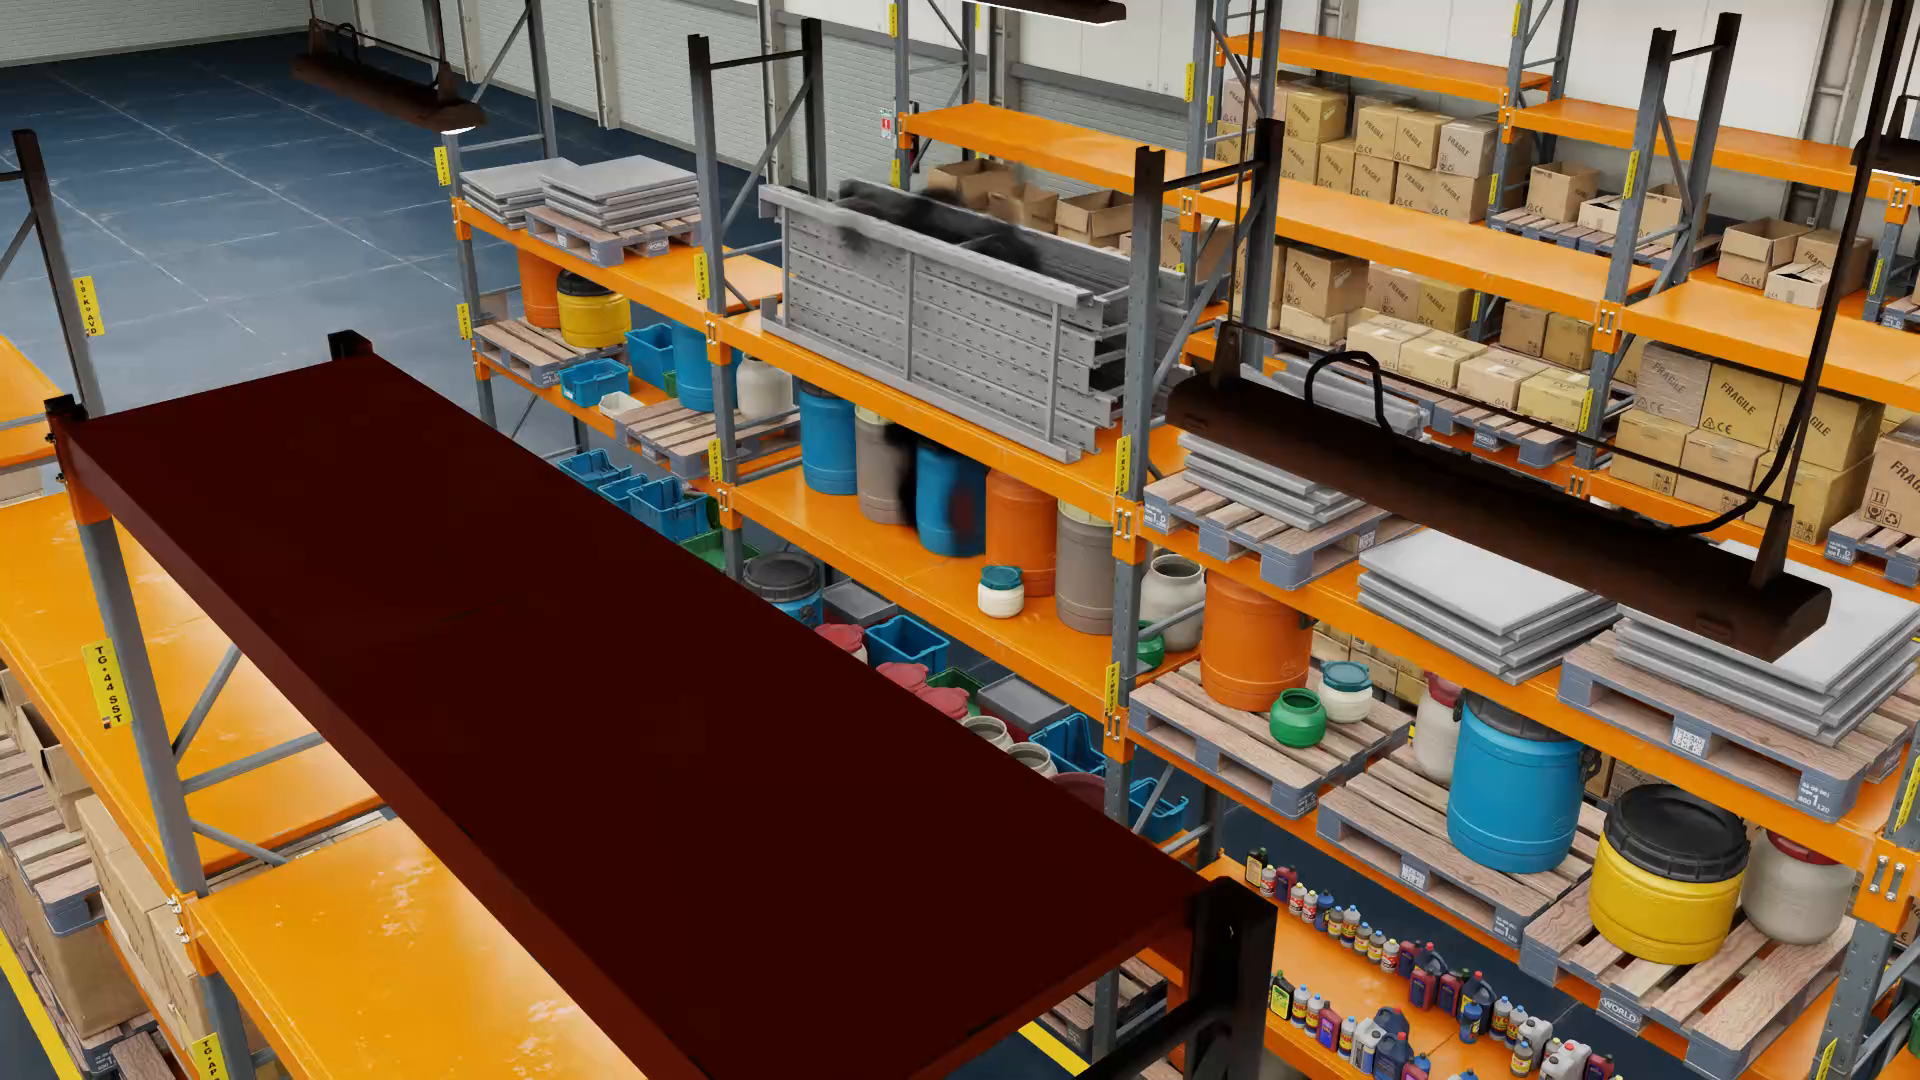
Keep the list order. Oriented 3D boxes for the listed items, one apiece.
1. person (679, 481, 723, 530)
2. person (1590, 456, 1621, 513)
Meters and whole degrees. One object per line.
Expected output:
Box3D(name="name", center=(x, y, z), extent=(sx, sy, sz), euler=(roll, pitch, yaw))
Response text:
Box3D(name="person", center=(-2.565, -0.495, 16.501), extent=(0.877, 1.801, 0.648), euler=(20, 33, 34))
Box3D(name="person", center=(5.867, 0.022, 15.599), extent=(0.830, 1.747, 0.675), euler=(20, 33, 33))
